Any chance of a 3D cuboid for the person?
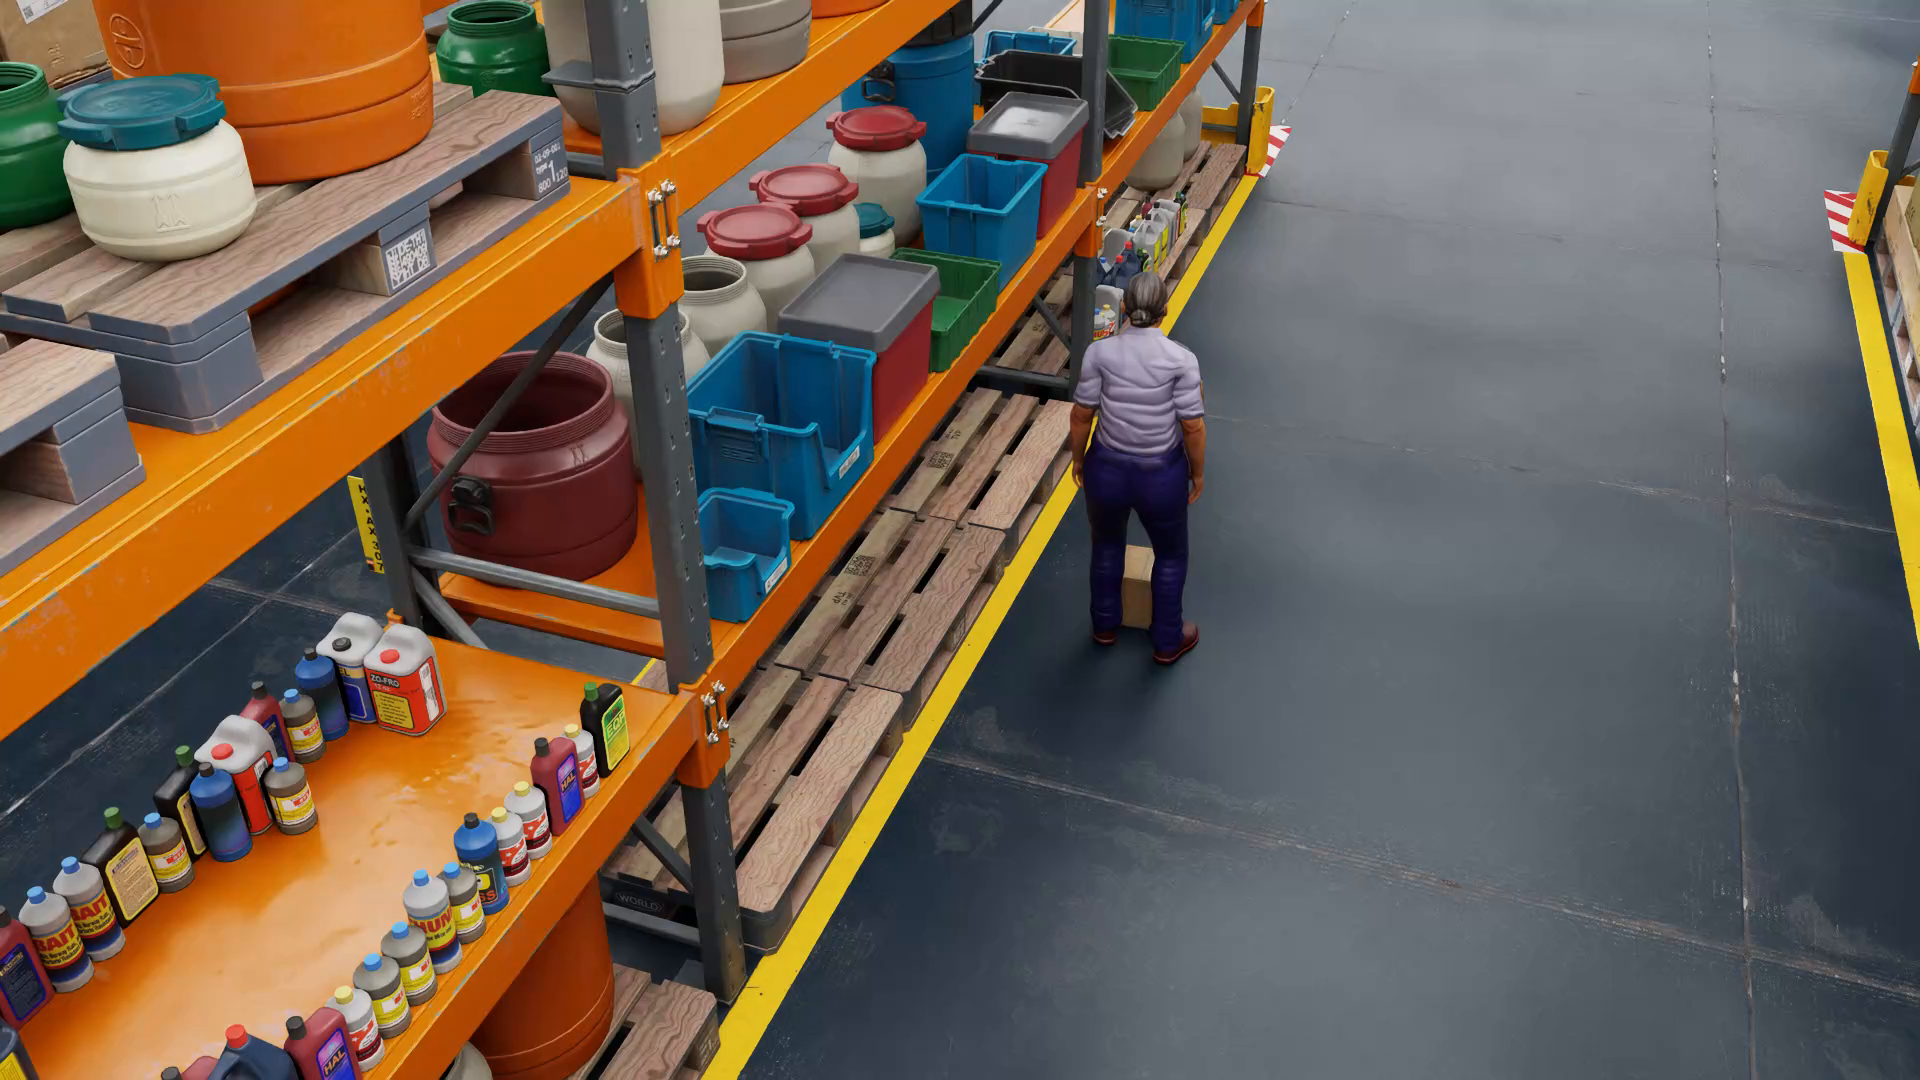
[{"bbox_3d":[0.714,-0.272,6.558,0.564,1.652,0.420,9,35,14],"label":"person"}]
